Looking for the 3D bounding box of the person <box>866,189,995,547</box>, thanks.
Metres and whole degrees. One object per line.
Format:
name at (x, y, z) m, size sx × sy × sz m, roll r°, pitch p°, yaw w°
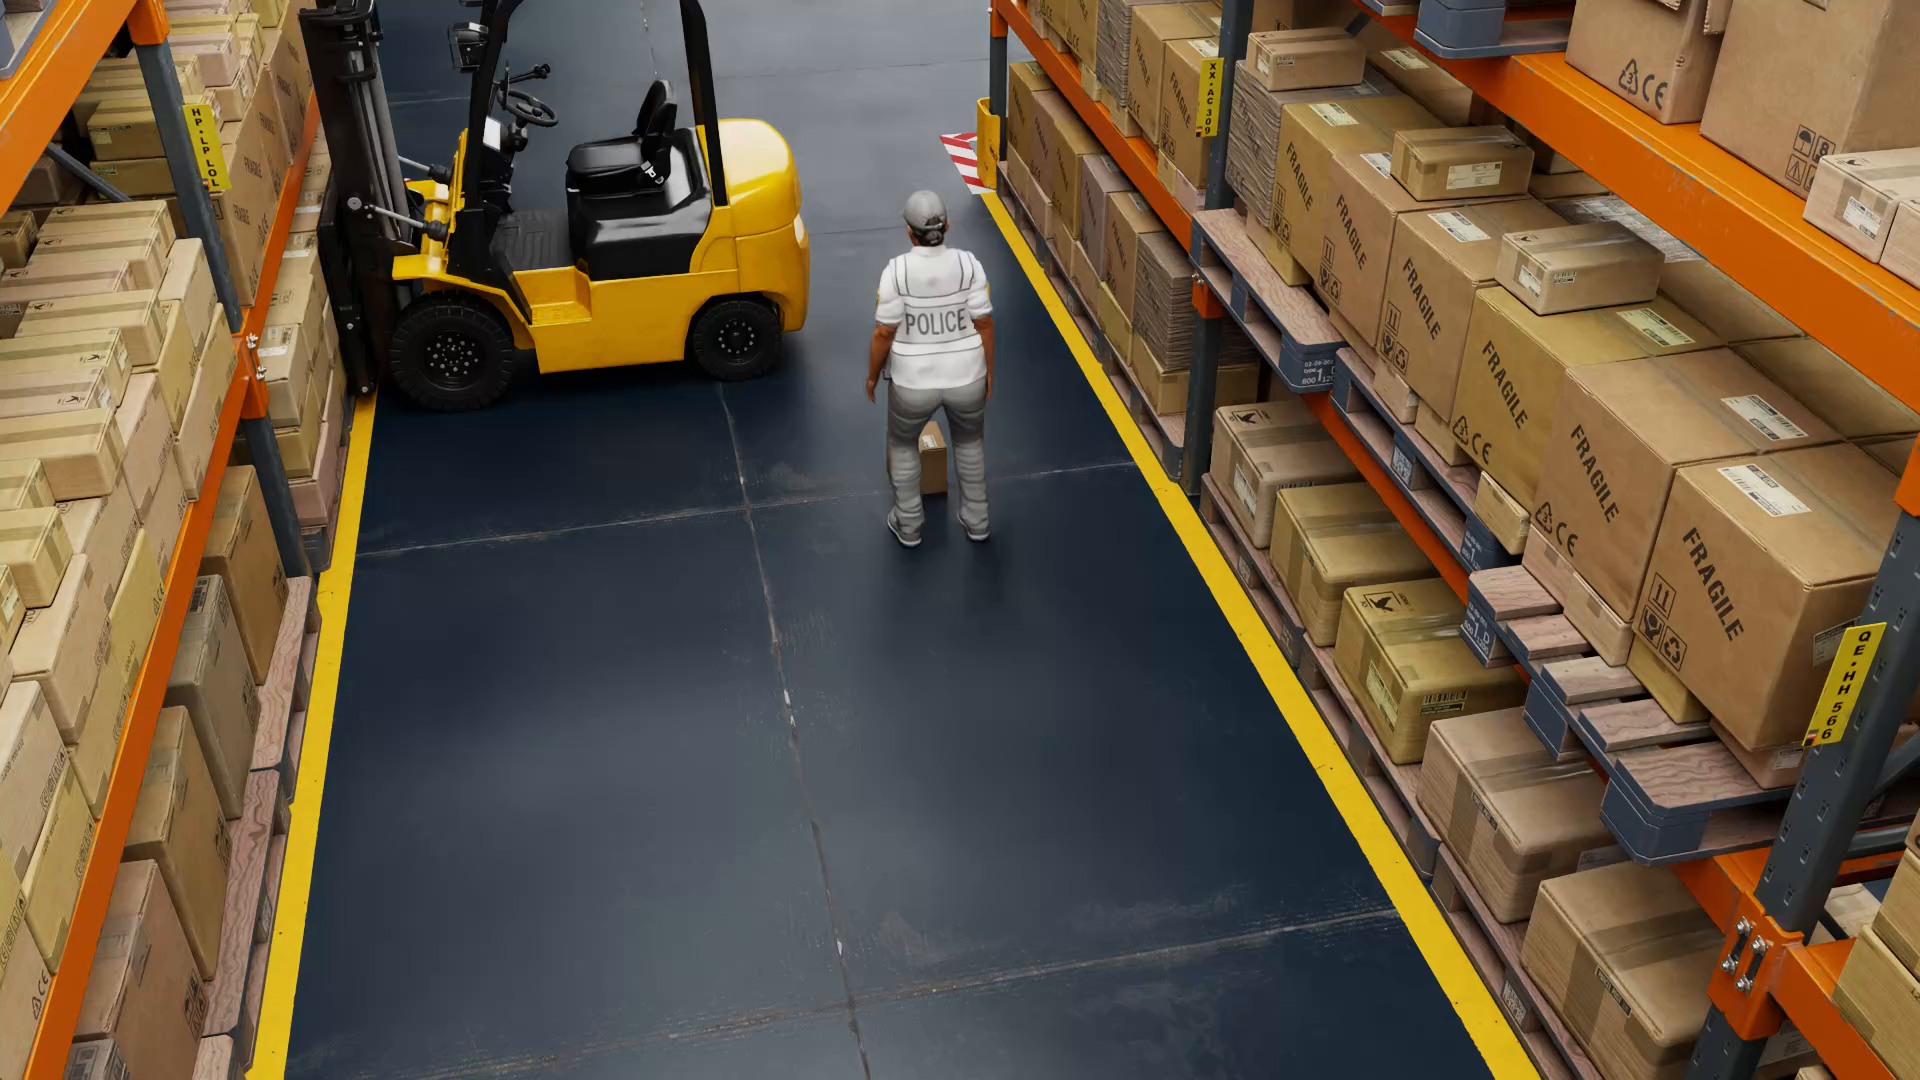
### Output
person at (-0.133, -0.708, 7.192) m, size 0.547 × 1.654 × 0.454 m, roll -6°, pitch 35°, yaw -9°
